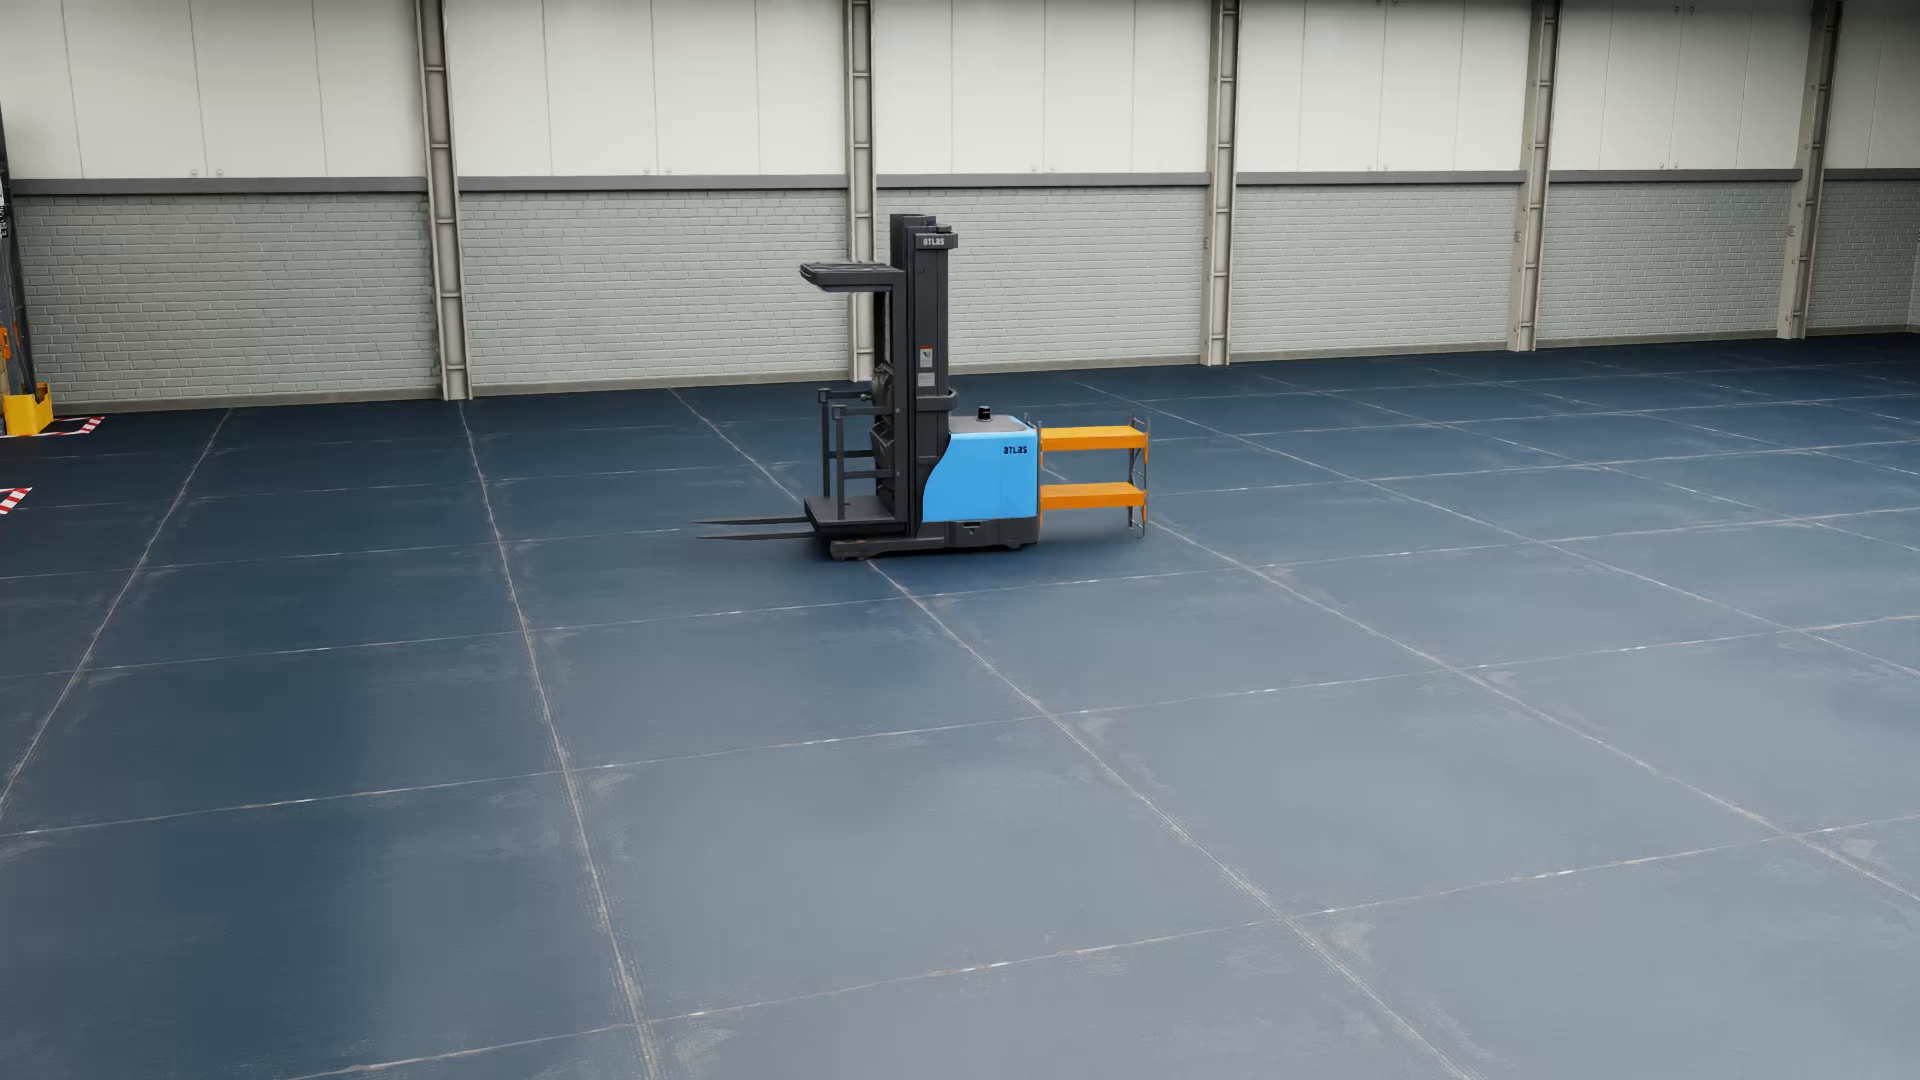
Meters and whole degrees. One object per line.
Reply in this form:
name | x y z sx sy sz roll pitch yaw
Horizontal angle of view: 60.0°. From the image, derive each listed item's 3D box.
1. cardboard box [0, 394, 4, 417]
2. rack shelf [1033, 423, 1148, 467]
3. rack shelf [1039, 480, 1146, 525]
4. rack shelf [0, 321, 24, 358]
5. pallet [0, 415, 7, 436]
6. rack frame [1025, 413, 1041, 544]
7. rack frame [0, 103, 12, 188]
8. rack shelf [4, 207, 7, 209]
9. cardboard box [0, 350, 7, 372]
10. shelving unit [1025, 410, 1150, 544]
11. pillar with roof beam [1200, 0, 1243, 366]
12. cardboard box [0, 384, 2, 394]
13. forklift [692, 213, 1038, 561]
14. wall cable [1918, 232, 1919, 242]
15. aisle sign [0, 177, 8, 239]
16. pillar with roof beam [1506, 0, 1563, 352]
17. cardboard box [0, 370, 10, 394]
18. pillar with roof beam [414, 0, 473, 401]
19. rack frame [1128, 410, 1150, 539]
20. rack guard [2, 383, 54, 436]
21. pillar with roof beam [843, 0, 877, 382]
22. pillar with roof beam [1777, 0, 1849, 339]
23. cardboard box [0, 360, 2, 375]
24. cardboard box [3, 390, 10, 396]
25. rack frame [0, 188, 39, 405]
cardboard box | -12.256 -1.654 20.758 0.500 0.250 0.500 -4 14 -18
rack shelf | 1.157 -0.873 15.224 1.000 0.278 0.538 -3 14 -11
rack shelf | 1.157 -0.350 15.349 1.000 0.278 0.538 -3 14 -11
rack shelf | -13.807 -2.394 20.388 4.000 0.370 1.077 -4 14 -18
pallet | -12.623 -1.470 20.972 1.213 0.211 1.003 -4 14 -18
rack frame | 0.660 -0.564 15.191 0.032 1.125 0.500 -3 14 -11
rack frame | -11.912 -5.810 20.231 0.127 3.000 1.000 -4 14 -18
rack shelf | -13.807 -3.854 20.041 4.000 0.370 1.077 -4 14 -18
cardboard box | -12.428 -2.251 21.105 0.500 0.250 0.500 -5 14 -19
shelving unit | 1.157 -0.588 15.292 1.048 1.125 0.538 -3 14 -11
pillar with roof beam | 5.574 -6.341 22.462 0.400 9.000 9.100 -4 14 -18
cardboard box | -12.273 -1.897 20.698 0.500 0.250 0.500 -5 14 -19
forklift | -0.874 -1.379 14.713 3.031 2.935 1.130 -3 14 -11
wall cable | 18.788 -6.588 30.209 0.112 2.526 3.097 -4 14 -18
aisle sign | -11.756 -4.097 20.374 0.004 0.787 0.394 -4 14 -18
pillar with roof beam | 11.260 -6.784 24.323 0.400 9.000 9.100 -4 14 -18
cardboard box | -12.424 -2.012 21.183 0.500 0.250 0.500 -4 14 -17
pillar with roof beam | -5.799 -5.455 18.738 0.400 9.000 9.100 -4 14 -18
rack frame | 1.655 -0.612 15.393 0.032 1.125 0.500 -3 14 -11
rack guard | -11.889 -1.678 21.222 0.348 0.500 1.175 -4 14 -18
pillar with roof beam | -0.113 -5.898 20.600 0.400 9.000 9.100 -4 14 -18
pillar with roof beam | 16.947 -7.227 26.185 0.548 9.000 9.100 -4 14 -18
cardboard box | -12.249 -2.142 20.649 0.500 0.250 0.500 -4 14 -16
cardboard box | -12.440 -1.765 21.223 0.500 0.250 0.500 -4 14 -18
rack frame | -11.912 -2.892 20.925 0.127 3.000 1.000 -4 14 -18
